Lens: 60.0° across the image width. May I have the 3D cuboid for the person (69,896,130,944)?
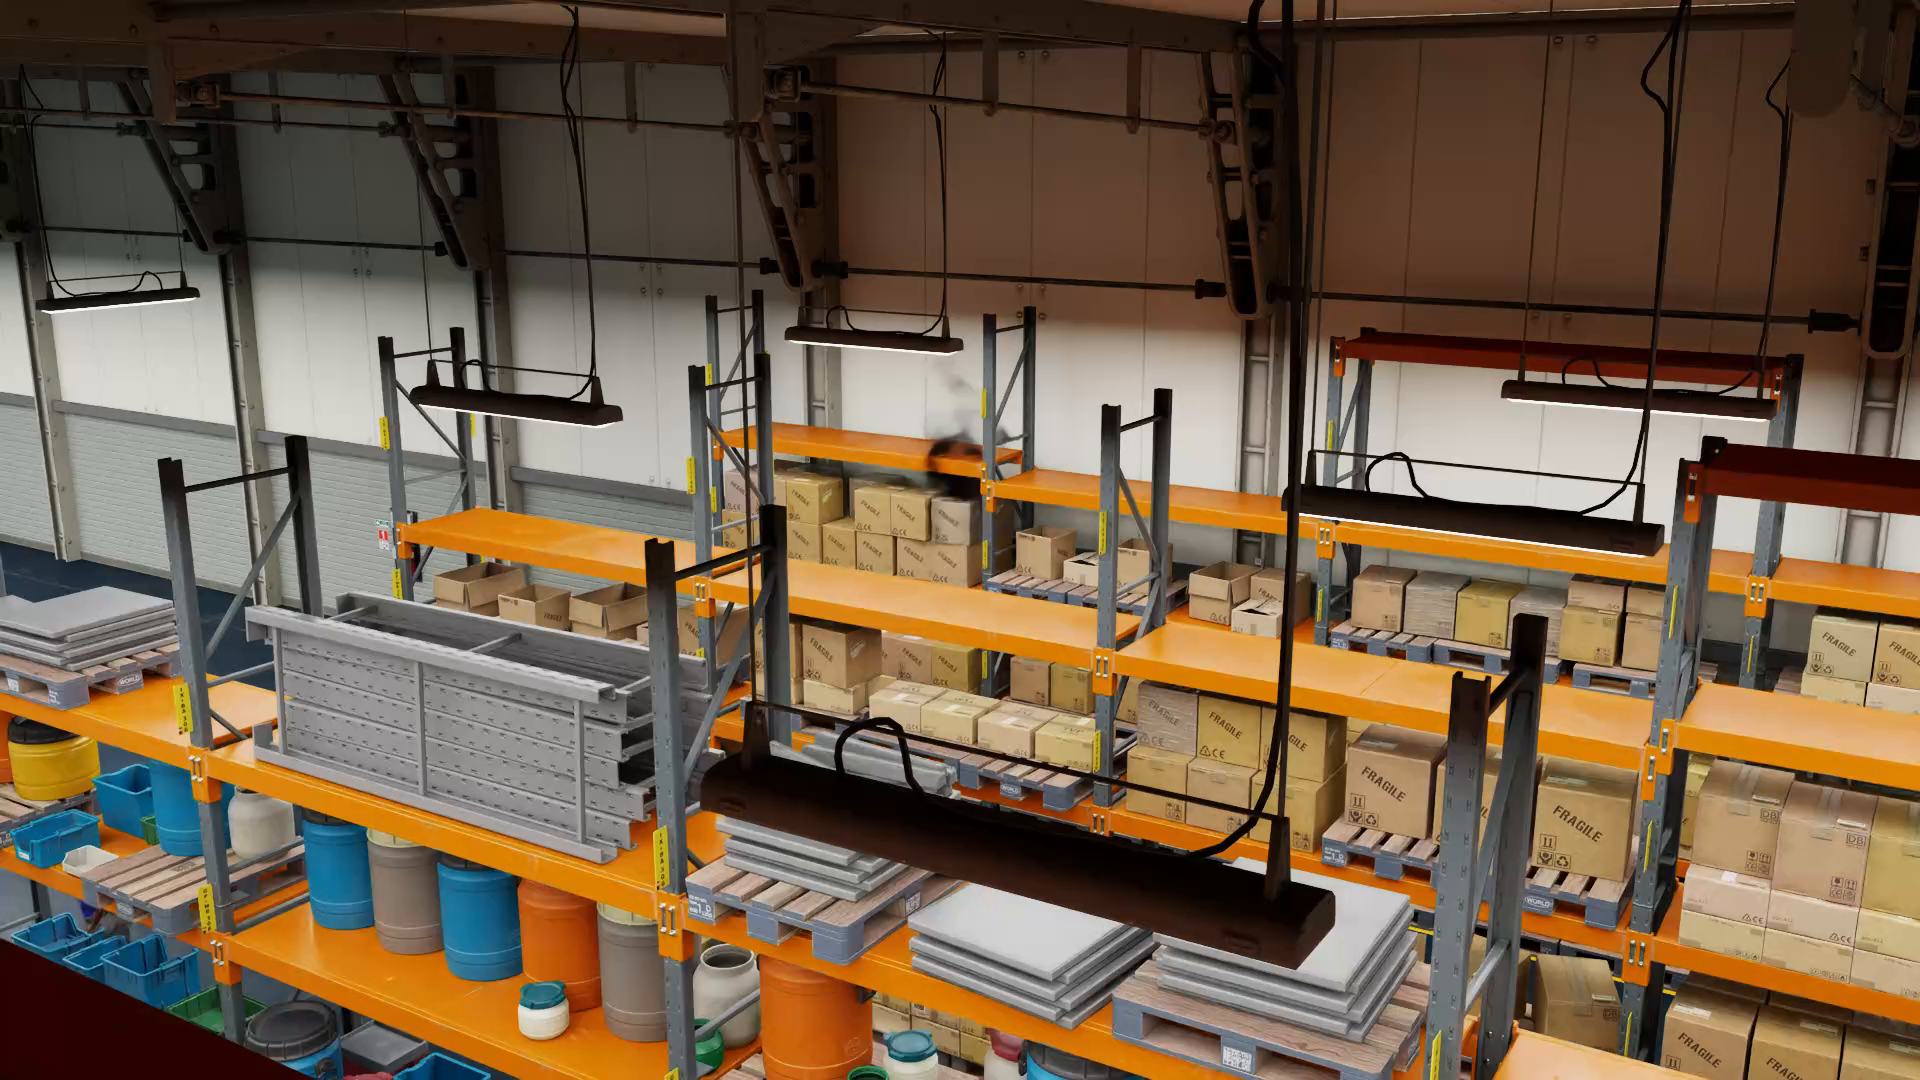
[{"bbox_3d":[-7.871,3.597,15.299,0.692,1.720,0.599,2,14,7],"label":"person"}]

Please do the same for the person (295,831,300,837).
[{"bbox_3d":[-7.681,2.885,18.311,0.744,1.606,0.566,-8,16,-30],"label":"person"}]
